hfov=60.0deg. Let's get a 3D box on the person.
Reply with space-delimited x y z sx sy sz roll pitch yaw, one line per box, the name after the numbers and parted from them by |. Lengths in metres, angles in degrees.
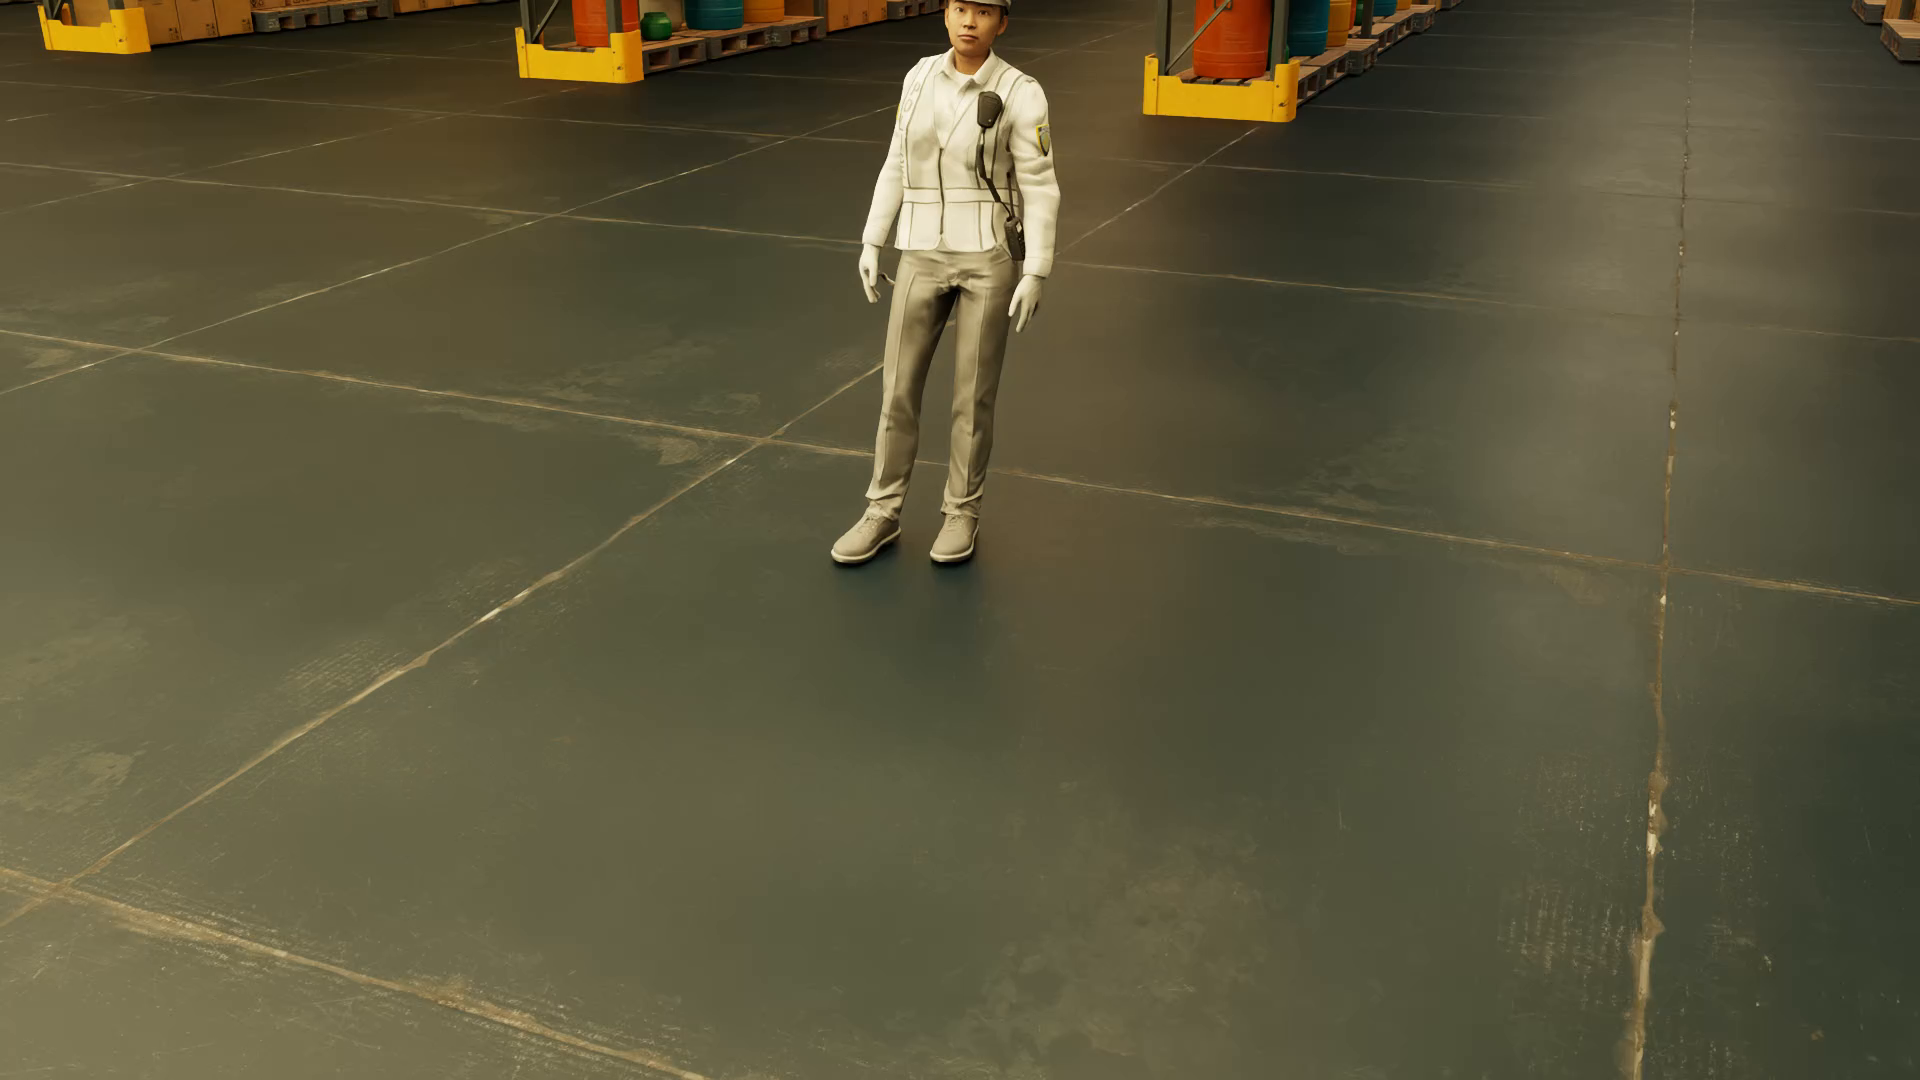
-0.033 -0.765 4.707 0.586 1.694 0.530 9 24 21 | person
